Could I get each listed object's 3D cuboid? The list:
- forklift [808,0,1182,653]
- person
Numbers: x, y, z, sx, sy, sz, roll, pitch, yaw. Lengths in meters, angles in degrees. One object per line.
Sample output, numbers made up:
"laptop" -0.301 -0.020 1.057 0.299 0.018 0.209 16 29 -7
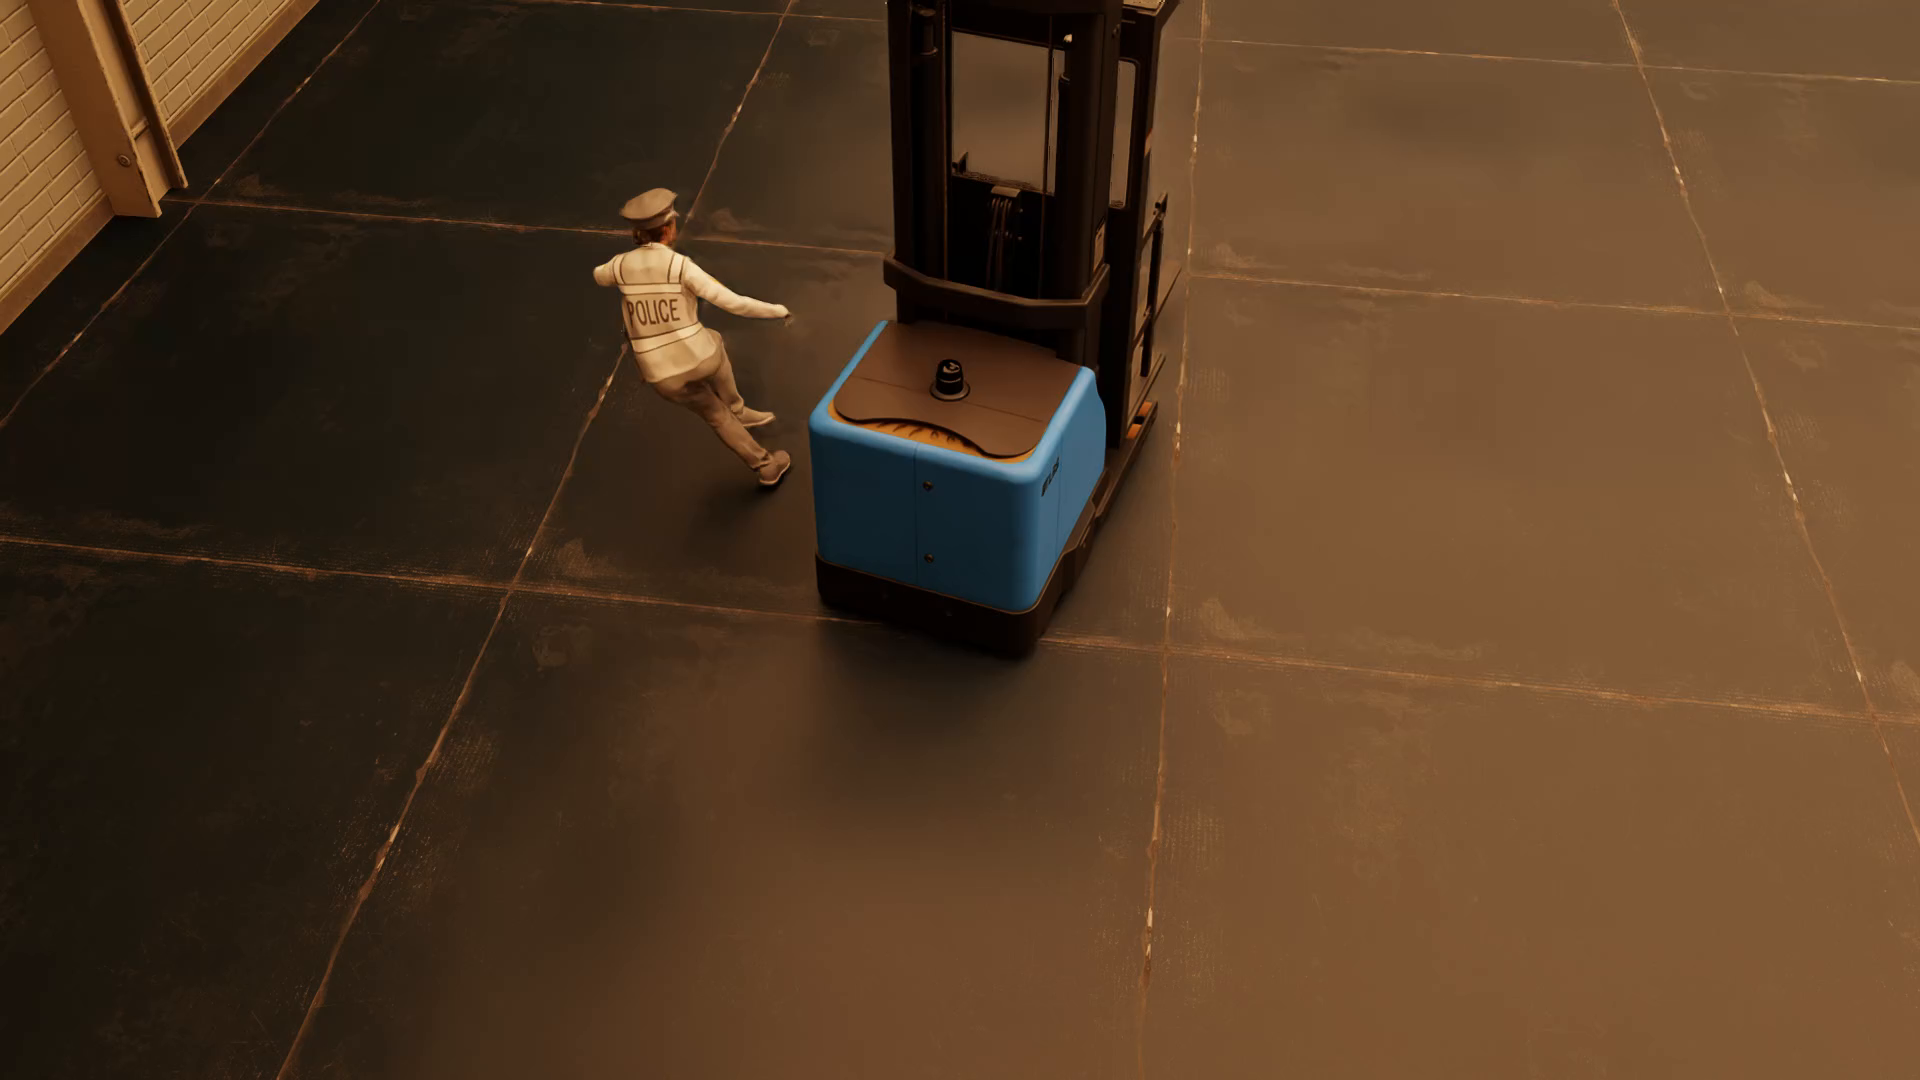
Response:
"forklift" 0.364 -1.597 7.462 1.130 2.935 3.031 15 45 16
"person" -1.248 -0.977 7.899 0.908 1.433 0.823 -5 43 -5
